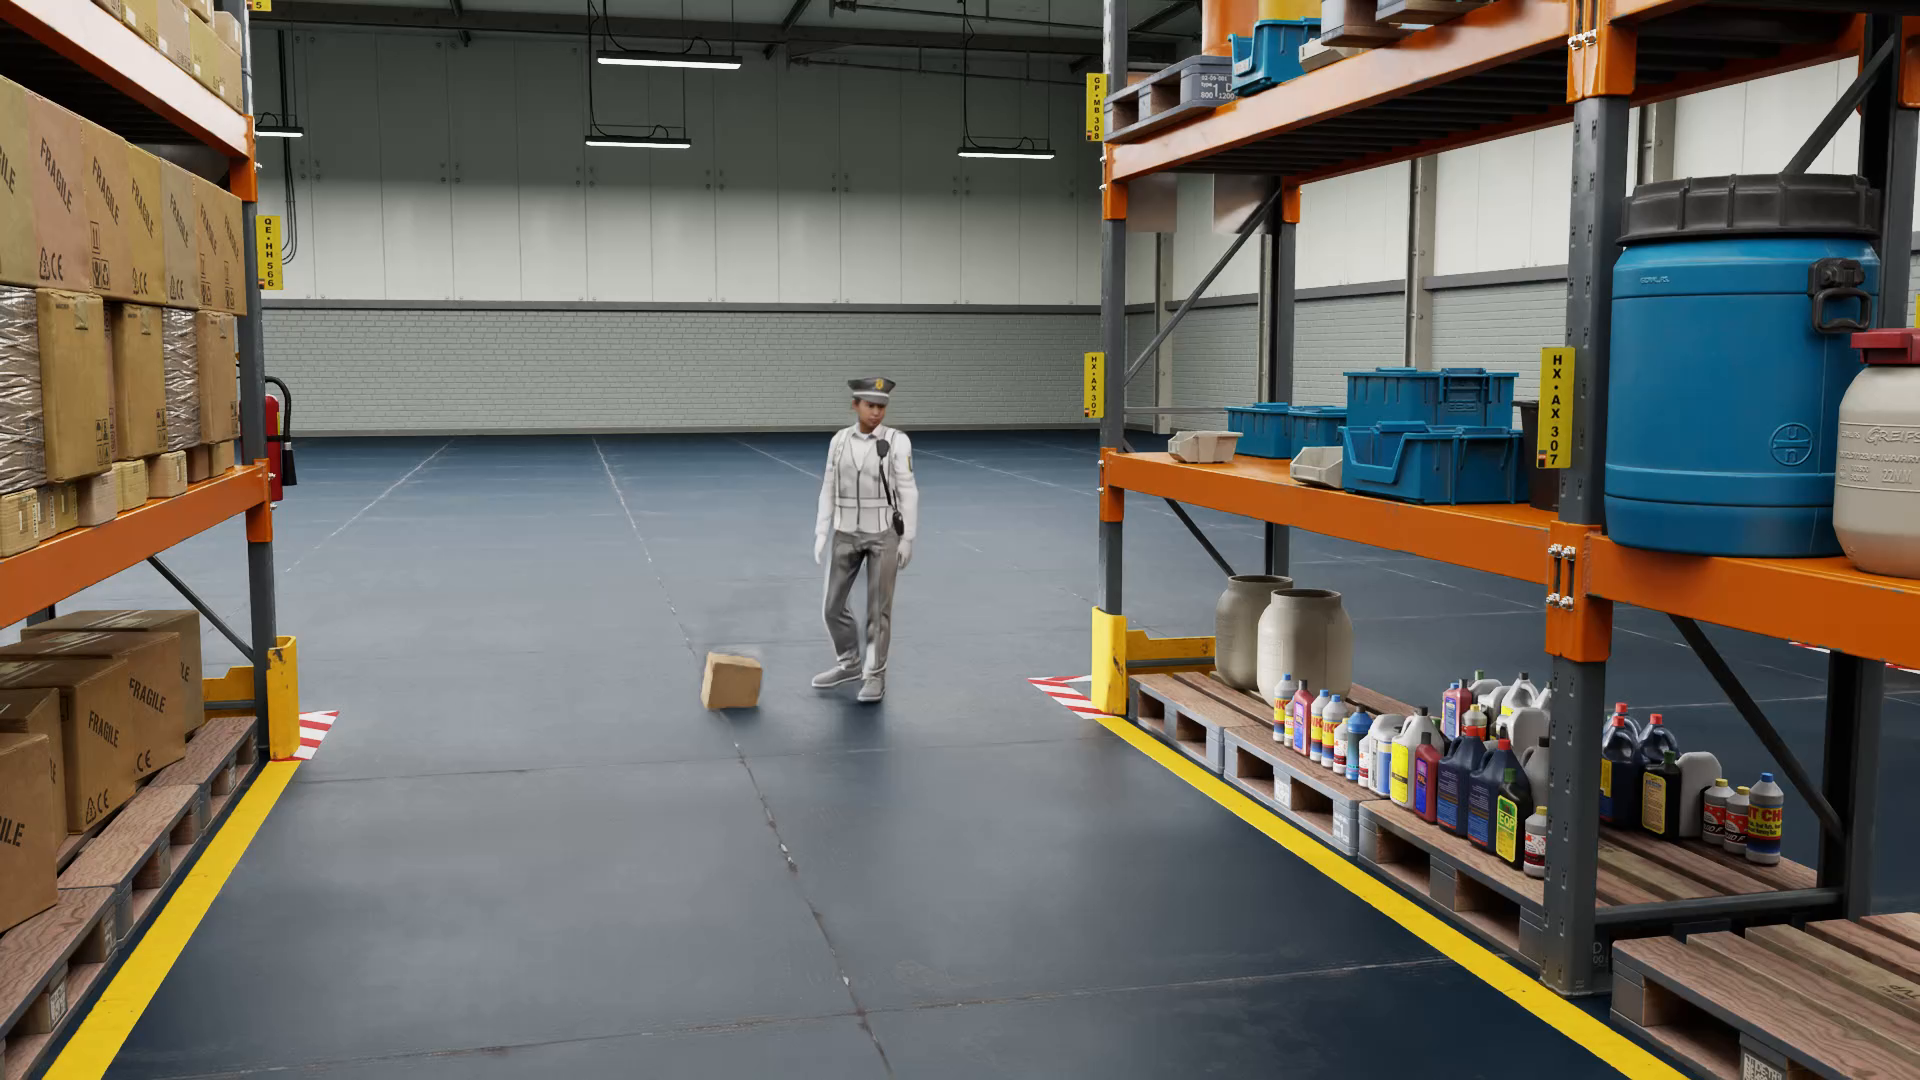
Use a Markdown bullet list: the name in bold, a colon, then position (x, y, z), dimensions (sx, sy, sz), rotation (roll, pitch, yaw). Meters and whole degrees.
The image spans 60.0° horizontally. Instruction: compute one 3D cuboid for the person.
- **person**: position (-0.520, -0.010, 8.585), dimensions (0.637, 1.661, 0.424), rotation (2, 7, 18)
